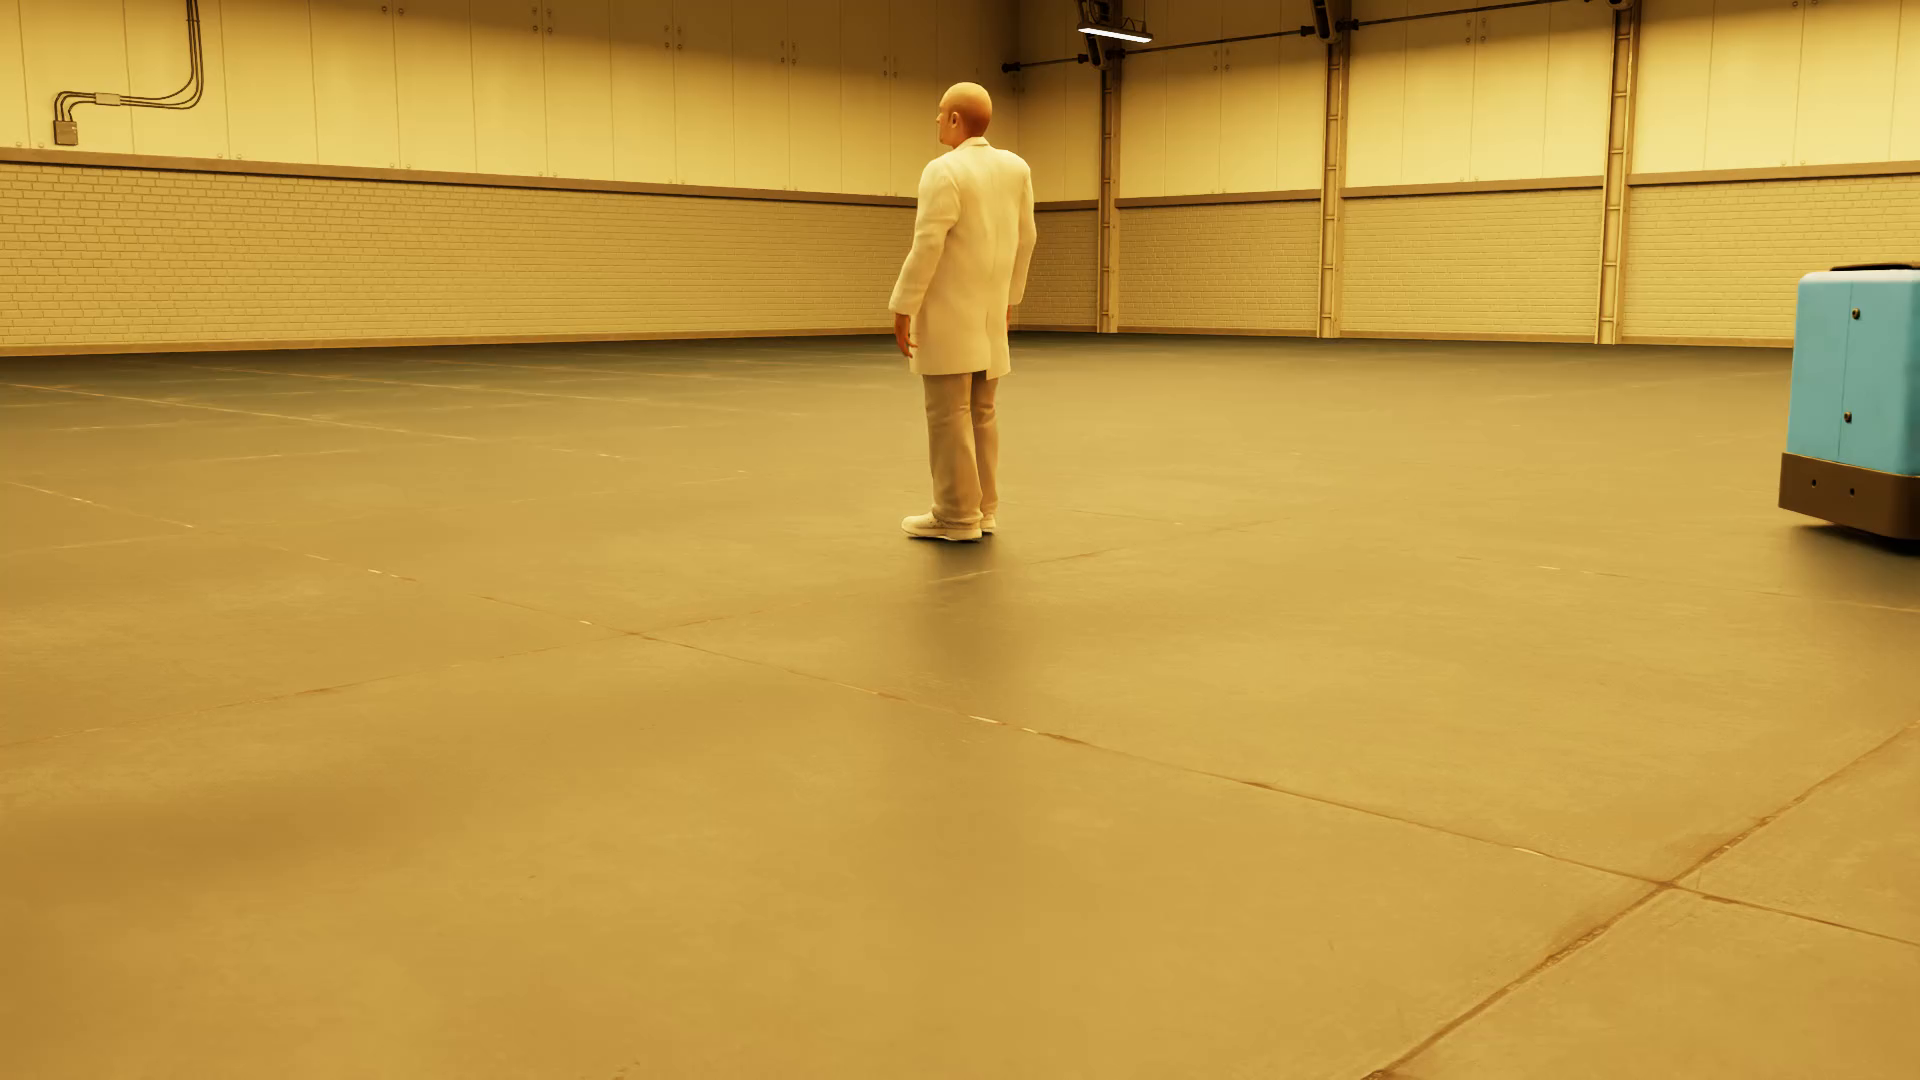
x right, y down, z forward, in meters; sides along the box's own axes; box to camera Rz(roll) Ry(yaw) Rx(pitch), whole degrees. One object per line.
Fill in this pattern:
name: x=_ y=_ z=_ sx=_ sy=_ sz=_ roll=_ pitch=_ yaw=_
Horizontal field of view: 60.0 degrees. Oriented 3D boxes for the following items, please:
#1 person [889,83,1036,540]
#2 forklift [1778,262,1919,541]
person: x=-0.063 y=-0.896 z=6.650 sx=0.578 sy=1.777 sz=0.696 roll=8 pitch=12 yaw=43
forklift: x=5.036 y=-1.451 z=6.508 sx=3.031 sy=2.935 sz=1.130 roll=0 pitch=9 yaw=0
